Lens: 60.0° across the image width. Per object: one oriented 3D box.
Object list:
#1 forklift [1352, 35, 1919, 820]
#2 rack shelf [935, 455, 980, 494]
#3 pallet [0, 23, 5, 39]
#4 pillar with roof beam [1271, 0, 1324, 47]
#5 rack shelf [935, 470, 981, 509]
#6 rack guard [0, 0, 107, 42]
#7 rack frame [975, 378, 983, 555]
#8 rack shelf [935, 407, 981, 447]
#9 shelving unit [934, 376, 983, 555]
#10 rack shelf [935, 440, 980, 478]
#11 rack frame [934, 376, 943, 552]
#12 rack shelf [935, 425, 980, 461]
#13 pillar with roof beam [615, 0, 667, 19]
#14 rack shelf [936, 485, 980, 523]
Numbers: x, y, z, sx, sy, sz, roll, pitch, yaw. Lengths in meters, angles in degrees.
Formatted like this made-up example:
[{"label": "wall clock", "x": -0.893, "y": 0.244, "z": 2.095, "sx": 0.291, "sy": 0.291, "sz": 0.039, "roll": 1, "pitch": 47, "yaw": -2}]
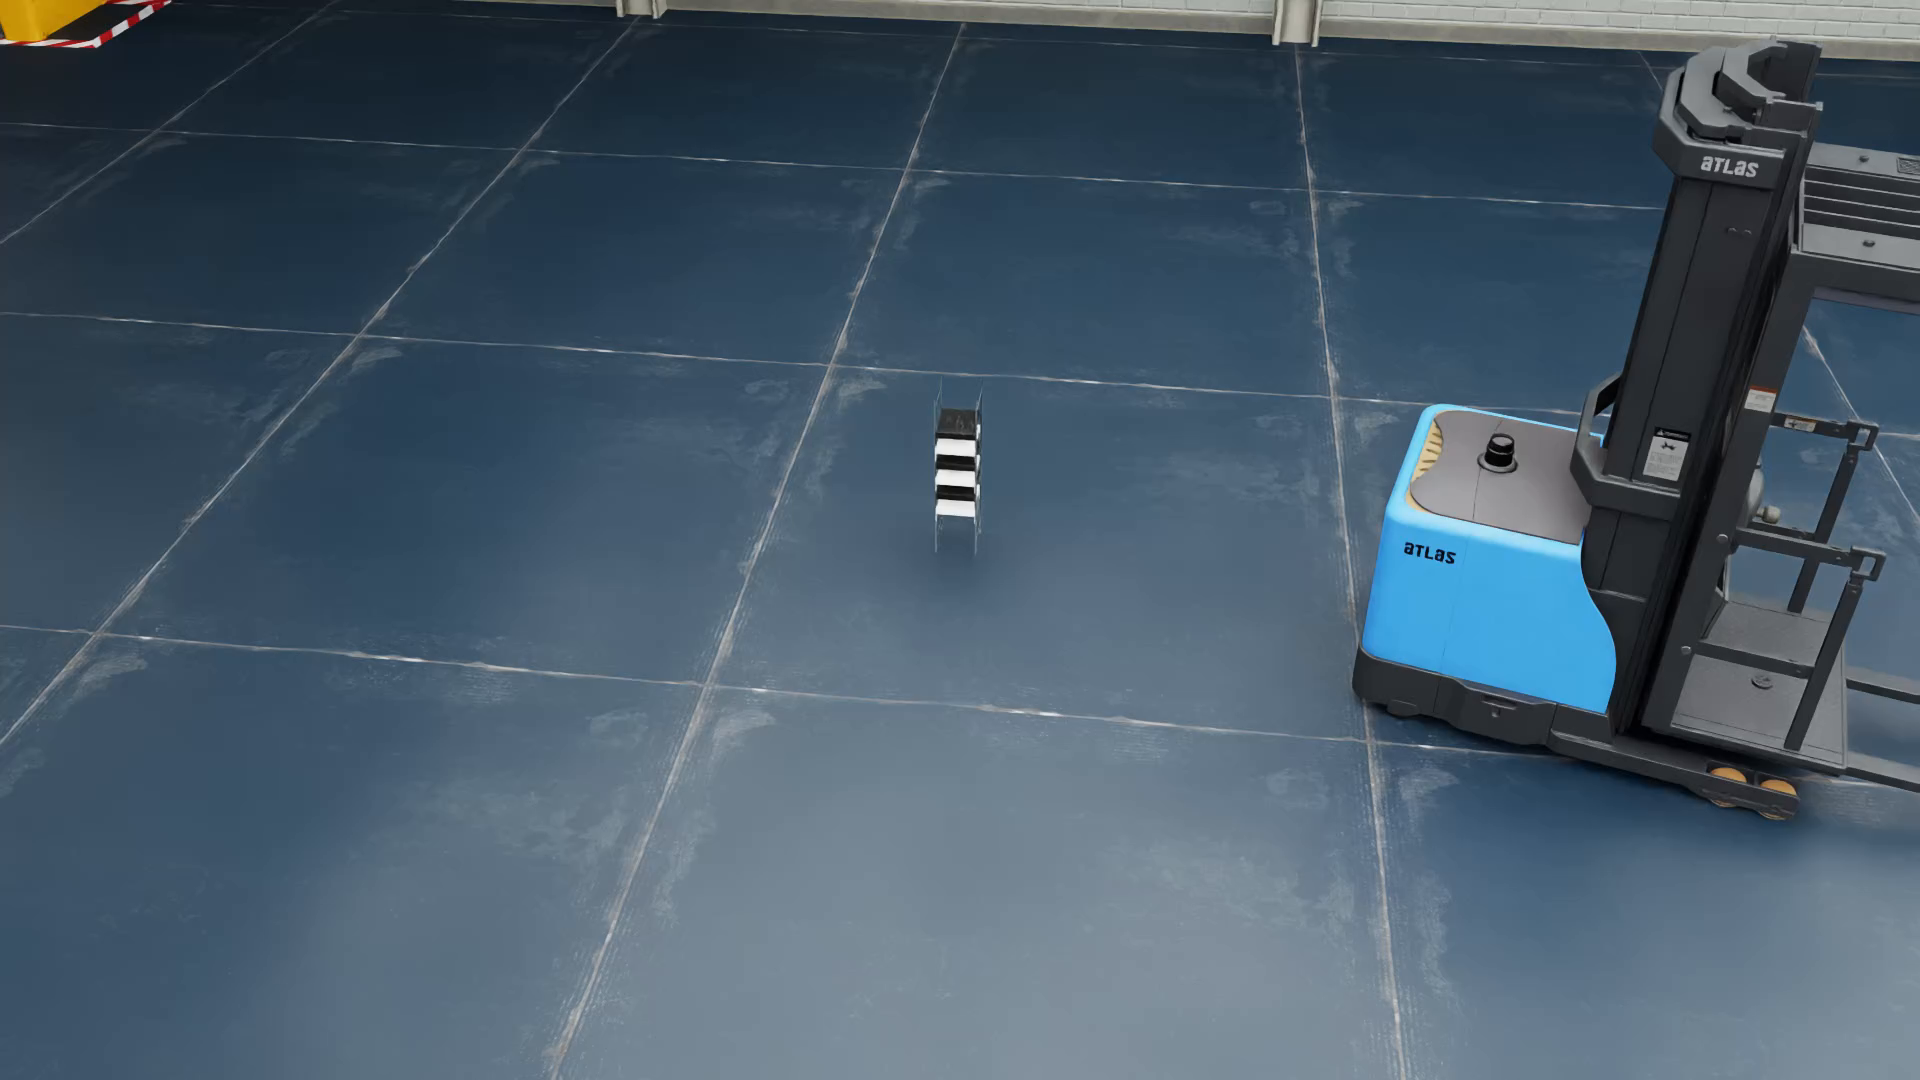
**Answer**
[{"label": "forklift", "x": 3.346, "y": -0.374, "z": 6.609, "sx": 3.031, "sy": 2.935, "sz": 1.130, "roll": 14, "pitch": 38, "yaw": 18}, {"label": "rack shelf", "x": -0.008, "y": -0.340, "z": 8.366, "sx": 0.200, "sy": 0.077, "sz": 0.258, "roll": 4, "pitch": 36, "yaw": 6}, {"label": "pallet", "x": -9.098, "y": -4.910, "z": 15.305, "sx": 1.213, "sy": 0.211, "sz": 1.003, "roll": 4, "pitch": 36, "yaw": 6}, {"label": "pillar with roof beam", "x": 2.444, "y": -5.657, "z": 8.787, "sx": 0.400, "sy": 9.000, "sz": 9.100, "roll": 4, "pitch": 36, "yaw": 6}, {"label": "rack shelf", "x": -0.008, "y": -0.267, "z": 8.418, "sx": 0.200, "sy": 0.077, "sz": 0.258, "roll": 4, "pitch": 36, "yaw": 6}, {"label": "rack guard", "x": -8.311, "y": -4.993, "z": 15.173, "sx": 0.348, "sy": 0.500, "sz": 1.175, "roll": 4, "pitch": 36, "yaw": 6}, {"label": "rack frame", "x": 0.093, "y": -0.359, "z": 8.336, "sx": 0.006, "sy": 0.900, "sz": 0.240, "roll": 4, "pitch": 36, "yaw": 6}, {"label": "rack shelf", "x": -0.008, "y": -0.560, "z": 8.209, "sx": 0.200, "sy": 0.077, "sz": 0.258, "roll": 4, "pitch": 36, "yaw": 6}, {"label": "shelving unit", "x": -0.008, "y": -0.367, "z": 8.346, "sx": 0.210, "sy": 0.900, "sz": 0.258, "roll": 4, "pitch": 36, "yaw": 6}, {"label": "rack shelf", "x": -0.008, "y": -0.413, "z": 8.314, "sx": 0.200, "sy": 0.077, "sz": 0.258, "roll": 4, "pitch": 36, "yaw": 6}, {"label": "rack frame", "x": -0.109, "y": -0.374, "z": 8.357, "sx": 0.006, "sy": 0.900, "sz": 0.240, "roll": 4, "pitch": 36, "yaw": 6}, {"label": "rack shelf", "x": -0.008, "y": -0.486, "z": 8.261, "sx": 0.200, "sy": 0.077, "sz": 0.258, "roll": 4, "pitch": 36, "yaw": 6}, {"label": "pillar with roof beam", "x": -3.508, "y": -6.101, "z": 9.409, "sx": 0.400, "sy": 9.000, "sz": 9.100, "roll": 4, "pitch": 36, "yaw": 6}, {"label": "rack shelf", "x": -0.008, "y": -0.193, "z": 8.470, "sx": 0.200, "sy": 0.077, "sz": 0.258, "roll": 4, "pitch": 36, "yaw": 6}]
